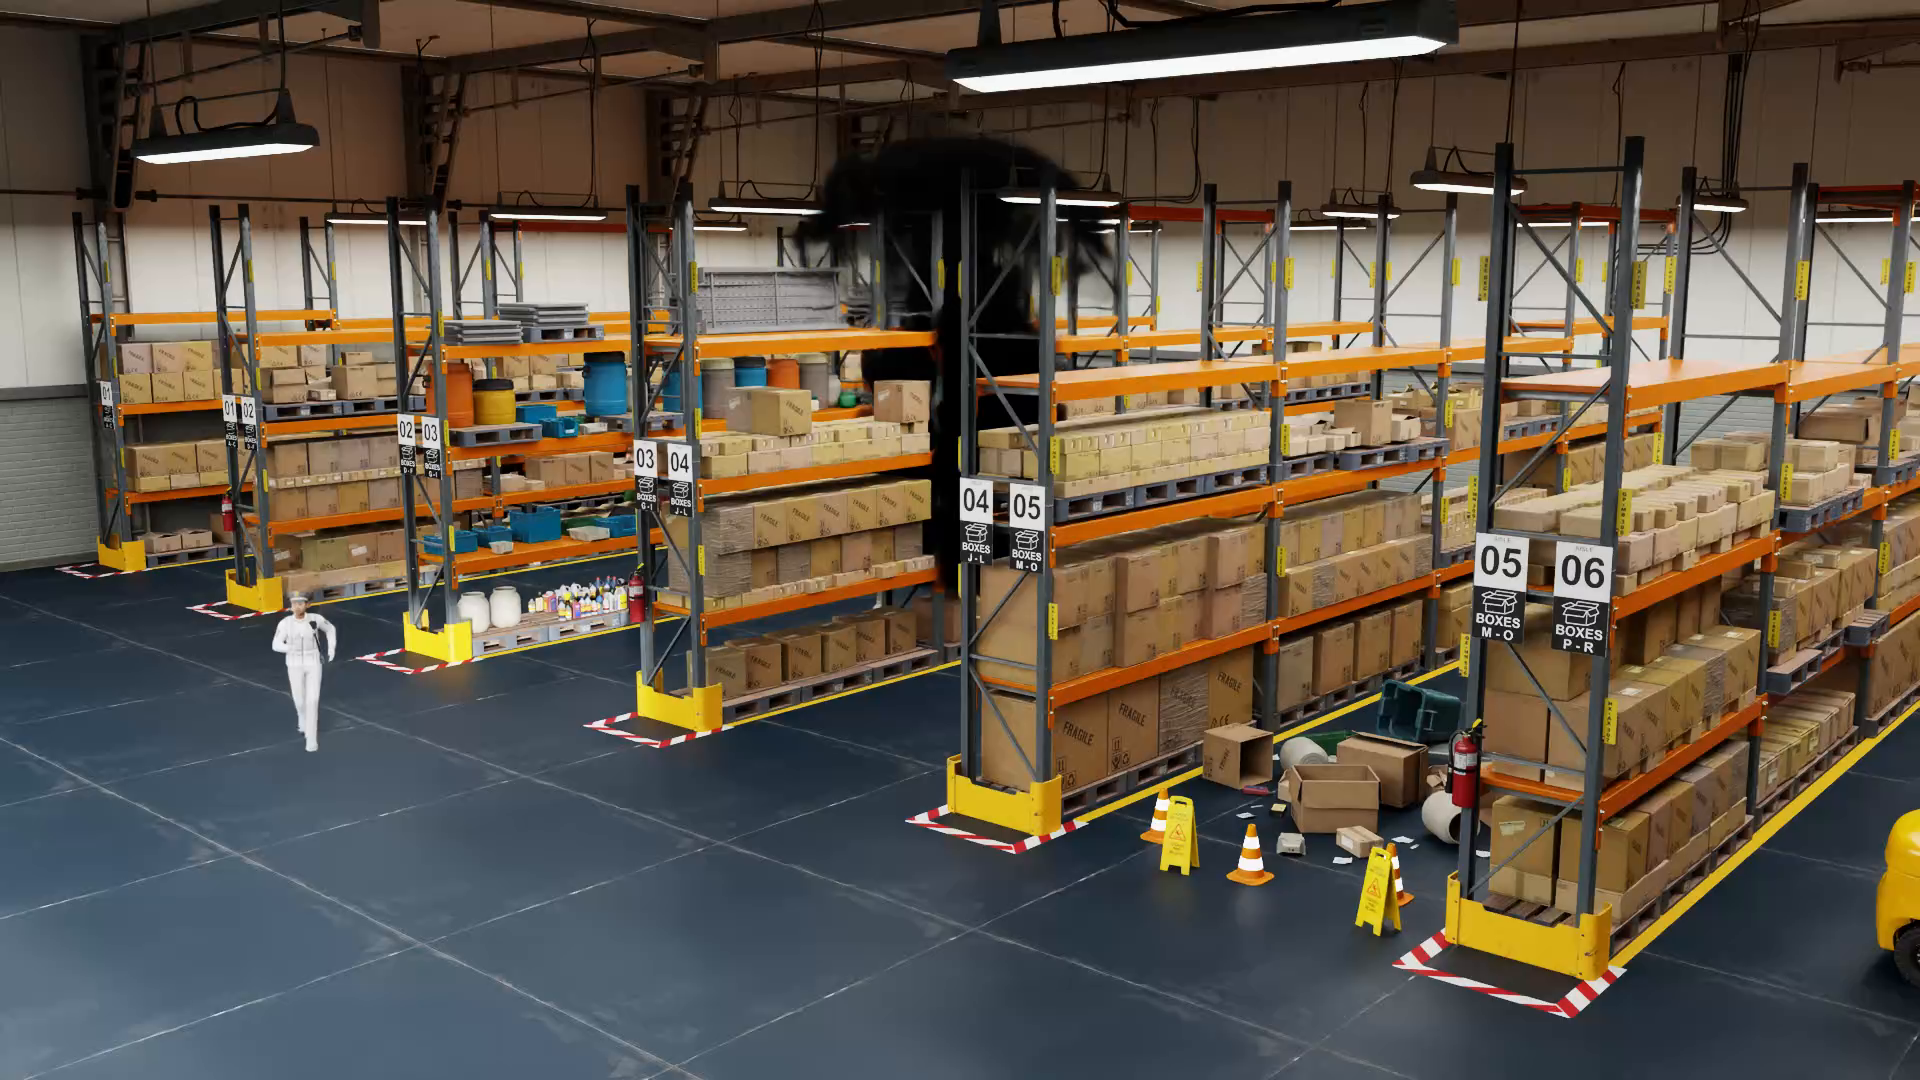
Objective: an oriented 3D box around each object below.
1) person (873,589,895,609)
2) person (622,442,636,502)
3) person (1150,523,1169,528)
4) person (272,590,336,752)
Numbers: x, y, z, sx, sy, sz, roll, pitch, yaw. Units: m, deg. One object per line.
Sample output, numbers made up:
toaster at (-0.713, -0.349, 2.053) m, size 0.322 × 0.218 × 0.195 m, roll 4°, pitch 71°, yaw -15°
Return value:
person at (-1.021, 0.118, 23.640) m, size 0.717 × 1.735 × 0.681 m, roll 9°, pitch 13°, yaw 43°
person at (-6.406, -1.108, 32.764) m, size 0.656 × 1.738 × 0.819 m, roll 9°, pitch 13°, yaw 42°
person at (2.877, 0.231, 22.848) m, size 0.680 × 1.764 × 0.793 m, roll 8°, pitch 13°, yaw 41°
person at (-7.051, 1.352, 17.881) m, size 0.617 × 1.648 × 1.036 m, roll -3°, pitch 10°, yaw -15°
